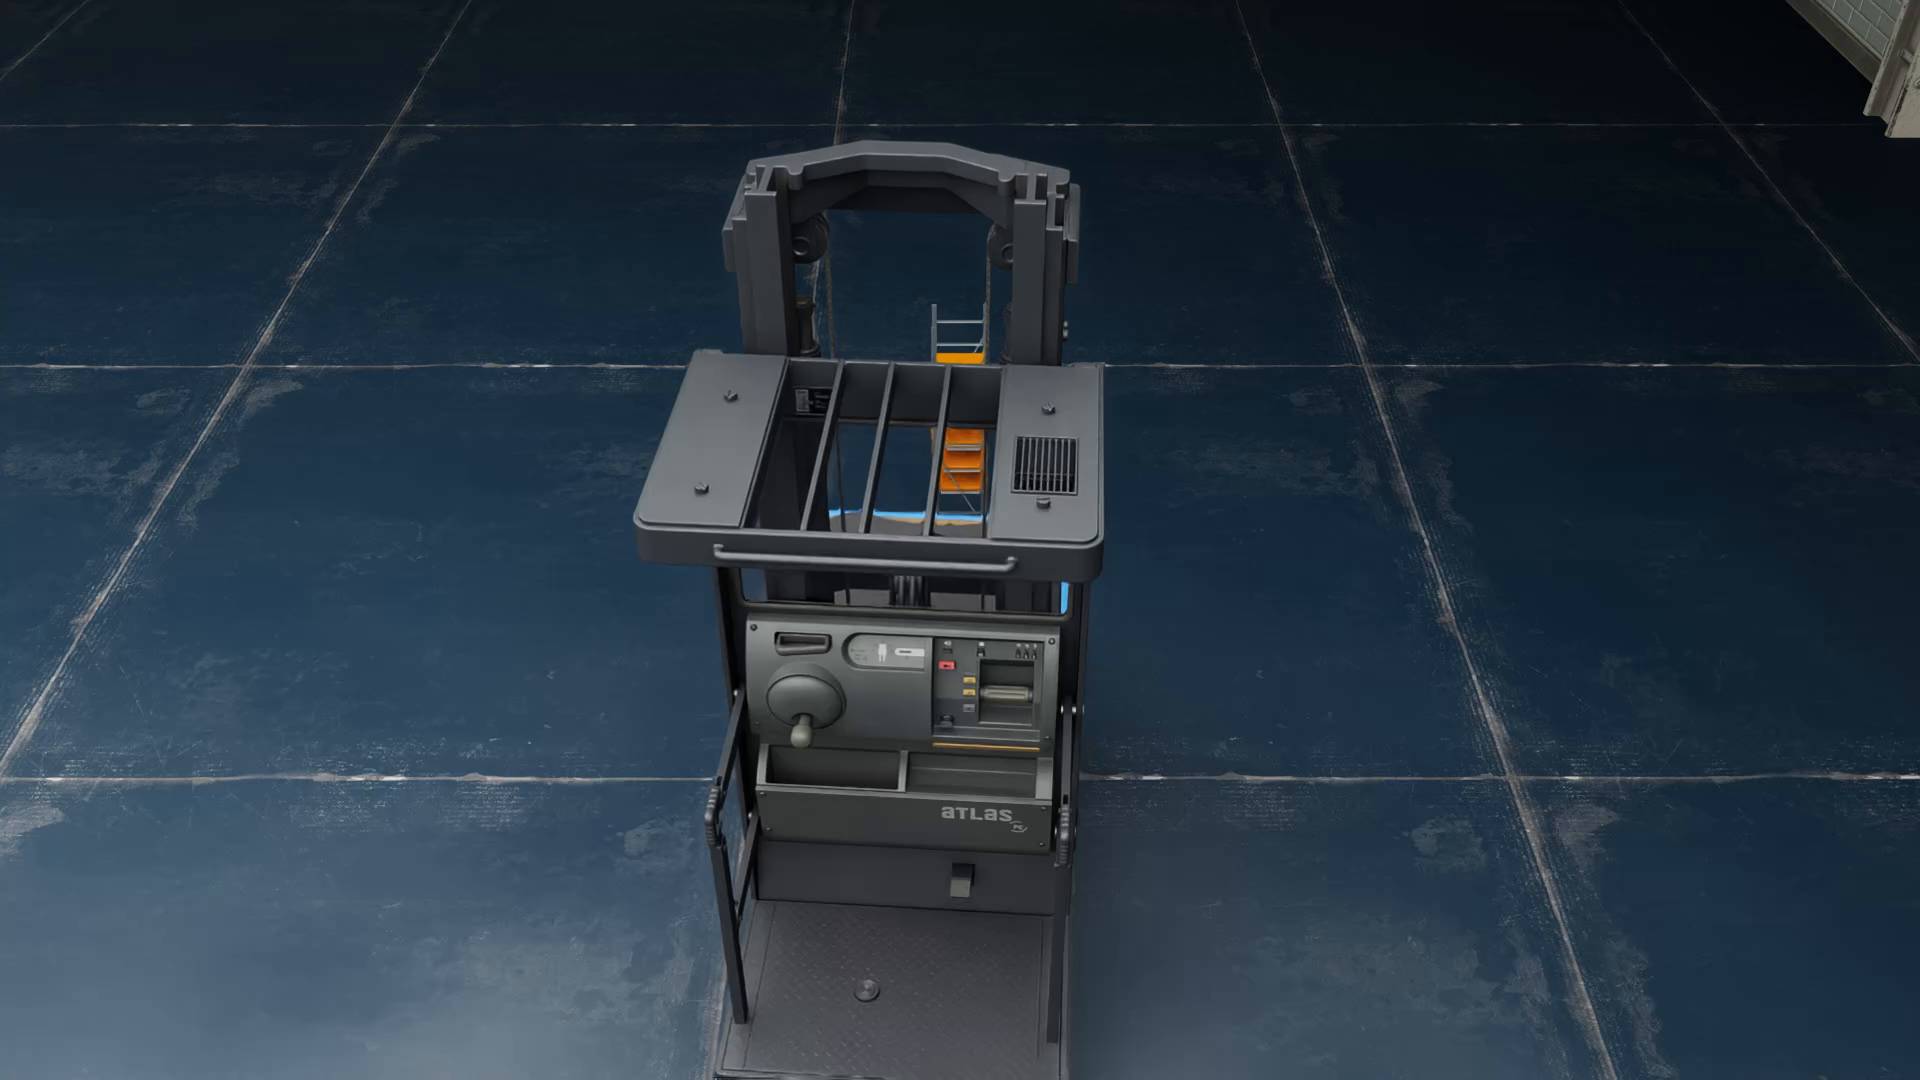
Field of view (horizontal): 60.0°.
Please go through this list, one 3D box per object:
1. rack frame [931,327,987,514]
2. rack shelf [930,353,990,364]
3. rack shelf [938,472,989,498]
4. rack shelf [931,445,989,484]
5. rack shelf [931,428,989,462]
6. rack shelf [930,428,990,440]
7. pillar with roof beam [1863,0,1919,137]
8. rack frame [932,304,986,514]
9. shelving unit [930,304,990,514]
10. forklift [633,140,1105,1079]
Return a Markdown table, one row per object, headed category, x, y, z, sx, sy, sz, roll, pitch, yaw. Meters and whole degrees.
| category | x | y | z | sx | sy | sz | roll | pitch | yaw |
| --- | --- | --- | --- | --- | --- | --- | --- | --- | --- |
| rack frame | 0.000 | -0.420 | 7.315 | 0.240 | 1.200 | 0.006 | 0 | 39 | 0 |
| rack shelf | 0.000 | -0.724 | 7.189 | 0.258 | 0.103 | 0.180 | 0 | 39 | 0 |
| rack shelf | 0.000 | -0.255 | 7.564 | 0.258 | 0.103 | 0.180 | 0 | 39 | 0 |
| rack shelf | 0.000 | -0.349 | 7.489 | 0.258 | 0.103 | 0.180 | 0 | 39 | 0 |
| rack shelf | 0.000 | -0.443 | 7.414 | 0.258 | 0.103 | 0.180 | 0 | 39 | 0 |
| rack shelf | 0.000 | -0.536 | 7.339 | 0.258 | 0.103 | 0.180 | 0 | 39 | 0 |
| pillar with roof beam | 2.045 | -6.322 | 8.443 | 9.100 | 9.000 | 0.400 | 0 | 39 | 0 |
| rack frame | 0.000 | -0.534 | 7.457 | 0.240 | 1.200 | 0.006 | 0 | 39 | 0 |
| shelving unit | 0.000 | -0.477 | 7.386 | 0.258 | 1.200 | 0.189 | 0 | 39 | 0 |
| forklift | -0.185 | 0.508 | 4.773 | 1.130 | 2.935 | 3.031 | 2 | 39 | 3 |
